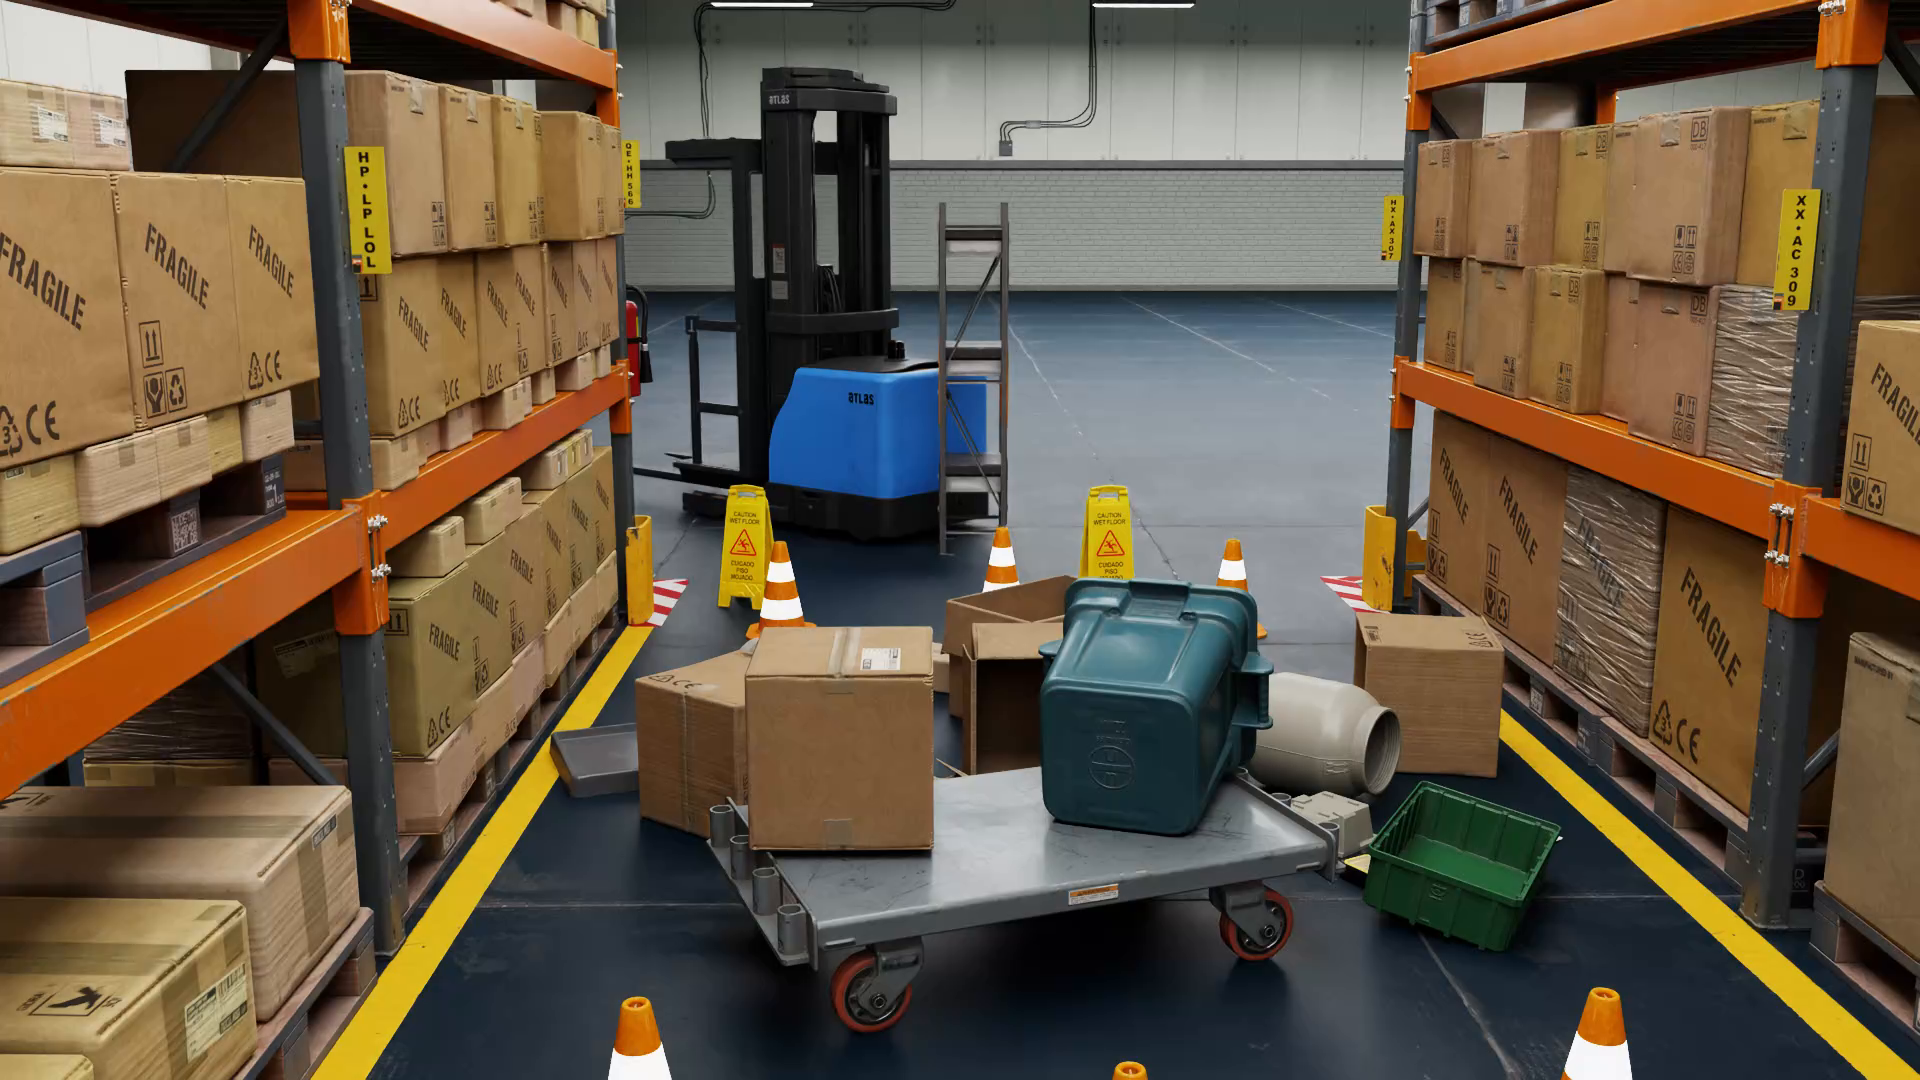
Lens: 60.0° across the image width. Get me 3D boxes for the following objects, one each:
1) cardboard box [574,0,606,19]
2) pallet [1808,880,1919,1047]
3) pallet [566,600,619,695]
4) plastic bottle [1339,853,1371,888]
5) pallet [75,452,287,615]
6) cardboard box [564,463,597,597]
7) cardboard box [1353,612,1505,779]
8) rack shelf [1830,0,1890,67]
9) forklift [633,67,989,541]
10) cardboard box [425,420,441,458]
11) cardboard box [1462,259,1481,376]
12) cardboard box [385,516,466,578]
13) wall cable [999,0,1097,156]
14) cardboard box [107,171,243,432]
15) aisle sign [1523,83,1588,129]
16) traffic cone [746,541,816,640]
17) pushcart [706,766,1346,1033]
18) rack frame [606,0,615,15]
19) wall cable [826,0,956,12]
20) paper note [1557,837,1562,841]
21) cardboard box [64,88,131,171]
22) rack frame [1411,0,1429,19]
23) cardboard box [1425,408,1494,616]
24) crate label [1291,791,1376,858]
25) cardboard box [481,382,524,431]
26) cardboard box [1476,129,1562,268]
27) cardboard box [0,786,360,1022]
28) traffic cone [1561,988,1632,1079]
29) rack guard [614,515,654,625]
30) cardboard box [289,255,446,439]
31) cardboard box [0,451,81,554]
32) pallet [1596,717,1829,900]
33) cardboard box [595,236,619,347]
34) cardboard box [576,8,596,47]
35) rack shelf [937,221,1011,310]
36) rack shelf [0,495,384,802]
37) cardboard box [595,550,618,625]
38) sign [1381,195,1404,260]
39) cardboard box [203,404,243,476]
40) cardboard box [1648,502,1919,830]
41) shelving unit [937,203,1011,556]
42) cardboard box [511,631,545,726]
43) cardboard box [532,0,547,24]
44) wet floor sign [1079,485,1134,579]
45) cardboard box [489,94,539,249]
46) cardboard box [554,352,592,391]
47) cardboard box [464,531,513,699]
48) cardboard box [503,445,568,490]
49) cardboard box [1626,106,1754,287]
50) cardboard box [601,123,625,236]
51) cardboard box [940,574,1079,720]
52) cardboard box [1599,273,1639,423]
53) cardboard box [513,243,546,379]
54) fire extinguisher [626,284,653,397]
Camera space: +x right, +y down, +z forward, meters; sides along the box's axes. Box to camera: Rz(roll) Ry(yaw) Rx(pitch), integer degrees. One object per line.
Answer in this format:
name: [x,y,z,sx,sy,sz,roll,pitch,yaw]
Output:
cardboard box: [-1.907,-2.529,7.566,0.500,0.250,0.500,0,11,-2]
pallet: [2.933,1.187,4.177,1.003,0.211,1.213,0,11,-1]
pallet: [-2.204,0.456,7.781,1.003,0.211,1.213,0,11,-1]
plastic bottle: [1.328,1.059,5.187,0.133,0.061,0.283,-7,13,-30]
pallet: [-2.234,-0.046,3.723,1.003,0.211,1.213,0,11,-1]
cardboard box: [-1.896,-0.051,7.241,0.500,0.500,0.500,0,11,1]
cardboard box: [1.784,0.587,6.403,0.500,0.500,0.500,2,12,9]
rack shelf: [2.883,-1.053,2.468,1.077,0.370,4.000,0,11,-1]
forklift: [-1.267,-1.646,11.299,3.031,2.935,1.130,9,15,39]
cardboard box: [-1.884,-0.336,5.302,0.380,0.149,0.250,0,11,-1]
cardboard box: [2.846,-1.019,7.658,0.875,0.550,0.550,0,11,-1]
cardboard box: [-1.790,0.021,5.255,0.380,0.149,0.250,0,11,0]
wall cable: [2.096,-12.121,39.120,2.305,6.003,0.169,0,11,-1]
cardboard box: [-1.854,-0.503,3.440,0.500,0.500,0.500,0,11,-1]
aisle sign: [3.058,-2.417,8.391,0.394,0.787,0.004,0,11,-1]
traffic cone: [-0.889,0.236,8.232,0.336,0.463,0.334,0,11,-1]
pushcart: [0.174,0.974,4.811,1.648,0.377,0.936,-4,12,-21]
rack frame: [-2.187,-4.028,7.778,1.000,3.000,0.127,0,11,-1]
wall cable: [-1.597,-13.625,38.754,3.097,2.526,0.112,0,11,-1]
paper note: [1.923,0.992,5.590,0.147,0.020,0.142,-10,15,-40]
cardboard box: [-1.842,-0.783,3.187,0.380,0.149,0.250,-1,11,-3]
rack frame: [2.759,-4.068,7.978,1.000,3.000,0.127,0,11,-1]
cardboard box: [2.840,-0.158,8.080,0.875,0.875,0.875,0,11,-1]
crate label: [1.226,0.944,5.562,0.298,0.136,0.250,-10,15,-40]
cardboard box: [-1.808,-0.487,6.049,0.380,0.149,0.250,0,11,-1]
cardboard box: [2.708,-1.436,6.999,0.875,0.550,0.550,0,11,-1]
cardboard box: [-2.091,0.894,4.161,0.950,0.372,0.625,0,11,0]
traffic cone: [1.360,1.183,3.562,0.336,0.463,0.334,0,11,-1]
rack guard: [-2.186,0.153,8.549,1.175,0.500,0.348,0,11,-1]
cardboard box: [-1.835,-0.576,4.853,0.500,0.500,0.500,0,11,-1]
cardboard box: [-1.811,-0.071,2.940,0.380,0.149,0.250,0,11,-1]
pallet: [2.905,0.882,5.679,1.003,0.211,1.213,0,11,-1]
cardboard box: [-1.901,-1.175,7.809,0.500,0.500,0.500,0,11,-2]
cardboard box: [-1.863,-2.315,7.514,0.380,0.149,0.250,0,11,-1]
rack shelf: [0.081,-1.654,9.980,0.431,0.518,0.480,0,11,0]
rack shelf: [-2.063,0.458,2.567,1.077,0.370,4.000,0,11,-1]
cardboard box: [-1.901,0.219,7.796,0.500,0.250,0.500,0,11,-1]
sign: [2.204,-1.590,8.475,0.100,0.325,0.005,0,11,-1]
cardboard box: [-1.830,-0.221,3.681,0.380,0.149,0.250,-1,11,-3]
cardboard box: [2.899,0.377,5.442,0.875,0.875,0.875,0,11,0]
shelving unit: [0.081,-0.982,10.116,0.431,2.100,0.503,0,11,0]
cardboard box: [-1.883,0.520,6.313,0.500,0.250,0.500,0,11,-2]
cardboard box: [-1.900,-2.162,6.761,0.380,0.149,0.250,0,11,-2]
wet floor sign: [0.779,0.028,8.796,0.267,0.644,0.232,-2,12,-11]
cardboard box: [-1.869,-1.267,5.745,0.700,0.500,0.500,0,11,-2]
cardboard box: [-1.830,-0.739,7.288,0.380,0.149,0.250,0,11,0]
cardboard box: [-1.870,0.257,5.720,0.500,0.500,0.500,0,11,1]
cardboard box: [-1.830,-0.298,6.825,0.380,0.149,0.250,0,11,1]
cardboard box: [2.741,-1.118,5.431,0.875,0.550,0.550,0,11,-1]
cardboard box: [-1.959,-1.672,7.740,0.700,0.500,0.500,-1,11,-3]
cardboard box: [0.380,0.475,6.953,0.797,0.503,0.637,-10,15,-40]
cardboard box: [2.895,-0.697,6.071,0.875,0.550,0.550,0,11,-1]
cardboard box: [-1.897,-0.876,6.331,0.500,0.500,0.500,0,11,0]
fire extinguisher: [-1.729,-1.074,8.504,0.296,0.674,0.183,0,11,-1]
